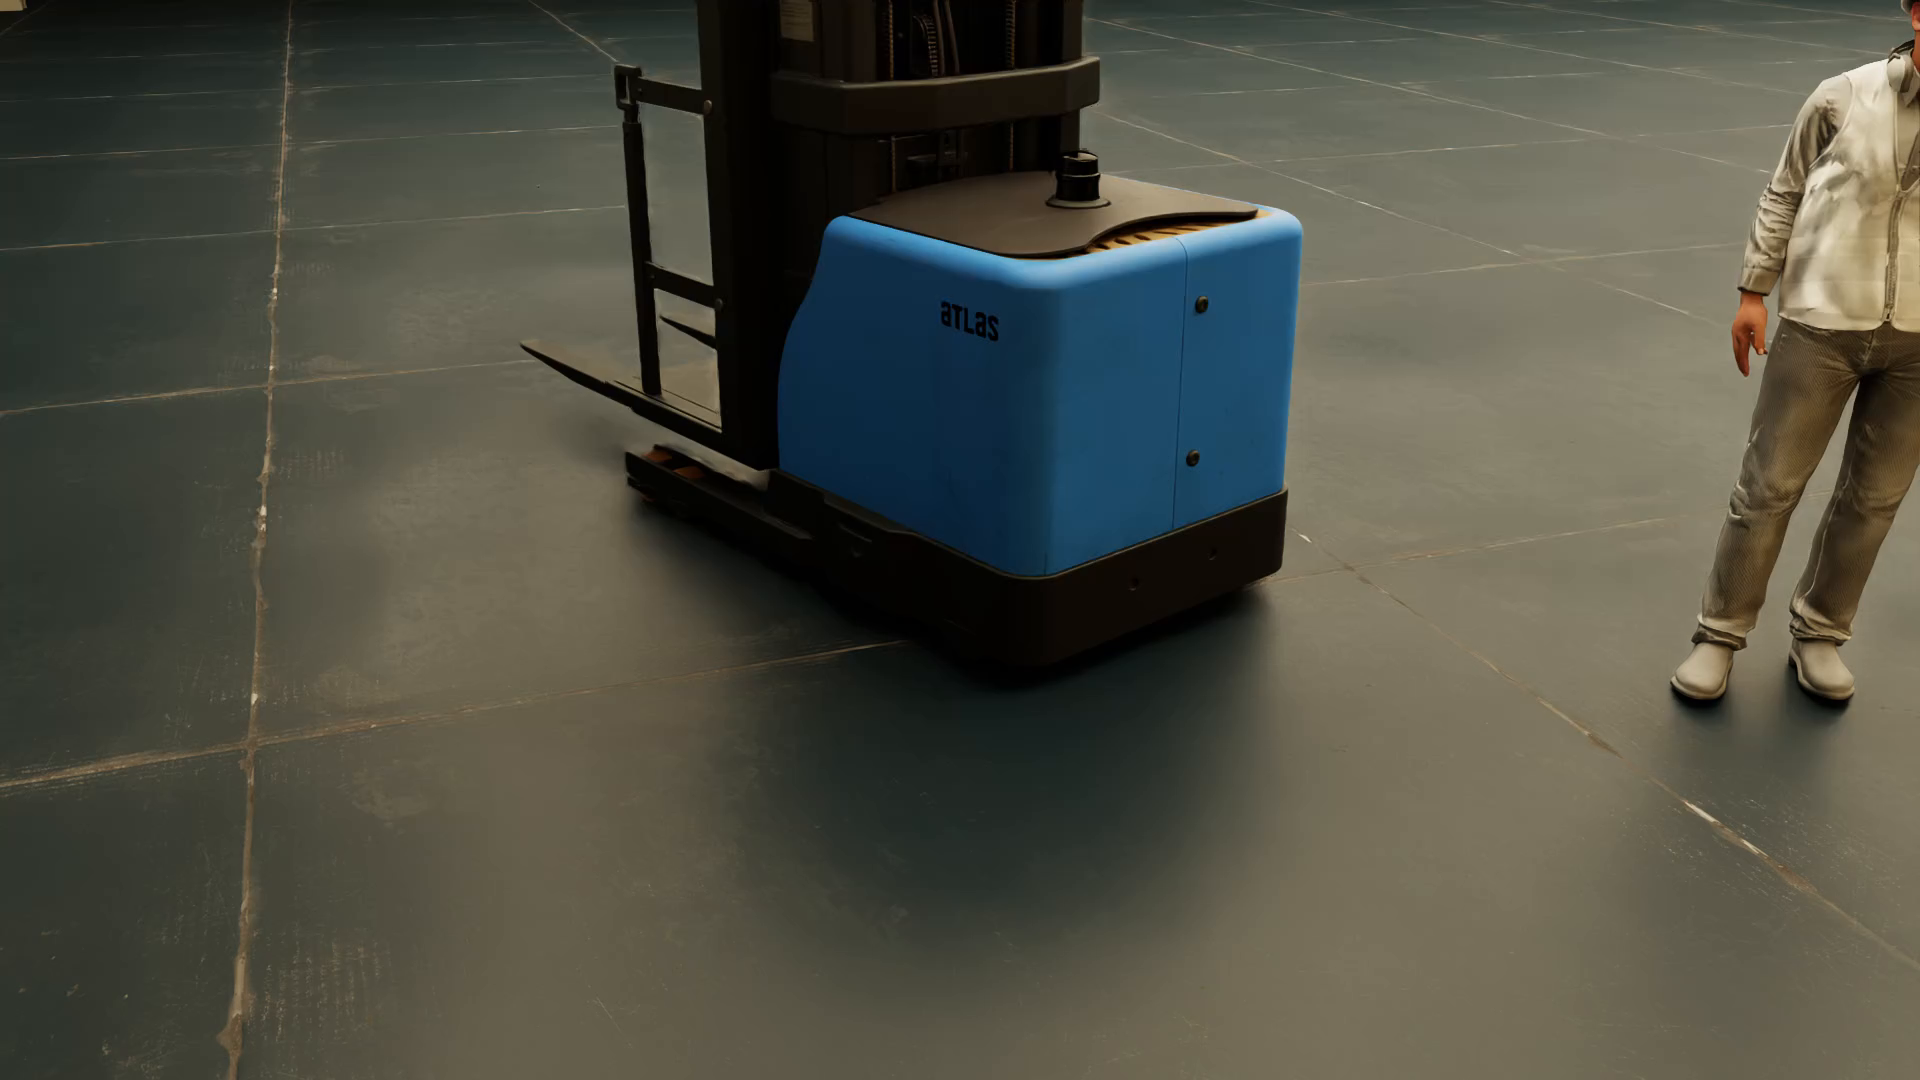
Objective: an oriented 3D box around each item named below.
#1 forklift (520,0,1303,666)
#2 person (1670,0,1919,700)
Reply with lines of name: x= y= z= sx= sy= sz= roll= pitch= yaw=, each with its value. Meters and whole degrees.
forklift: x=-0.425 y=-1.530 z=4.936 sx=1.130 sy=2.935 sz=3.031 roll=-18 pitch=29 yaw=-37
person: x=2.150 y=-0.477 z=3.906 sx=0.630 sy=1.773 sz=0.570 roll=8 pitch=24 yaw=19
